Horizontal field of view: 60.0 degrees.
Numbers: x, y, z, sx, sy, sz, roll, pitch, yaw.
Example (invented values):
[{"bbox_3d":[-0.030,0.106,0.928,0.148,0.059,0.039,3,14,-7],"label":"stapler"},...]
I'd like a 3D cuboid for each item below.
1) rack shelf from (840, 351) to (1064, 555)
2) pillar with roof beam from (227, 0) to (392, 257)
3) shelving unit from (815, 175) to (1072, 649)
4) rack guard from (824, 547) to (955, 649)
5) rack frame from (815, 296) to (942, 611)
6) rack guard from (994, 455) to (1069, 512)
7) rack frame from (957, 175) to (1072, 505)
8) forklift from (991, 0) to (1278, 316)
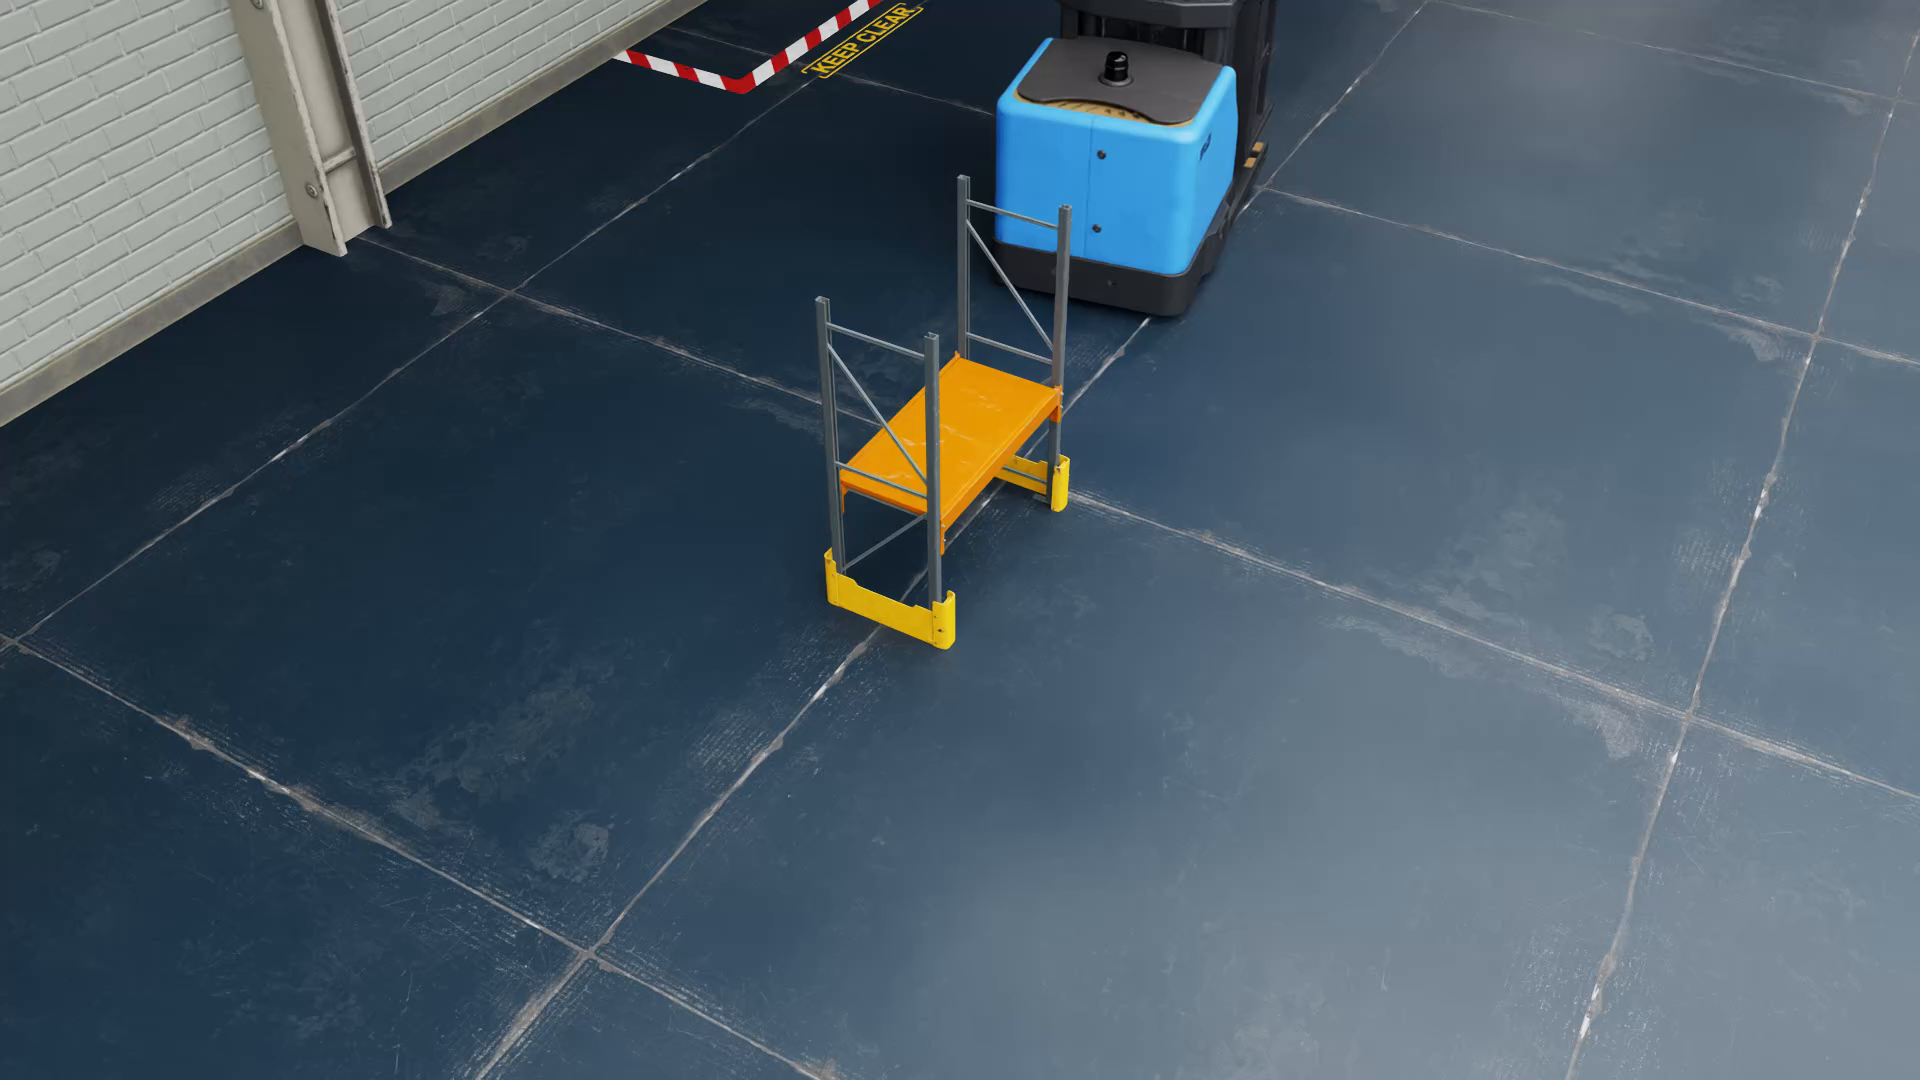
[{"bbox_3d":[-0.043,-0.379,6.818,0.538,0.185,1.000,21,45,22],"label":"rack shelf"},{"bbox_3d":[0.345,-3.646,4.582,9.100,9.000,0.400,21,45,22],"label":"pillar with roof beam"},{"bbox_3d":[-0.038,-0.519,6.705,0.587,1.500,1.083,21,45,22],"label":"shelving unit"},{"bbox_3d":[-0.287,0.235,6.794,0.587,0.250,0.087,21,45,22],"label":"rack guard"},{"bbox_3d":[-0.297,-0.223,6.369,0.500,1.500,0.032,21,45,22],"label":"rack frame"},{"bbox_3d":[0.211,-0.335,7.441,0.587,0.250,0.087,21,45,22],"label":"rack guard"},{"bbox_3d":[0.212,-0.805,7.029,0.500,1.500,0.032,21,45,22],"label":"rack frame"},{"bbox_3d":[1.153,-3.218,8.686,1.130,2.935,3.031,14,43,15],"label":"forklift"}]
